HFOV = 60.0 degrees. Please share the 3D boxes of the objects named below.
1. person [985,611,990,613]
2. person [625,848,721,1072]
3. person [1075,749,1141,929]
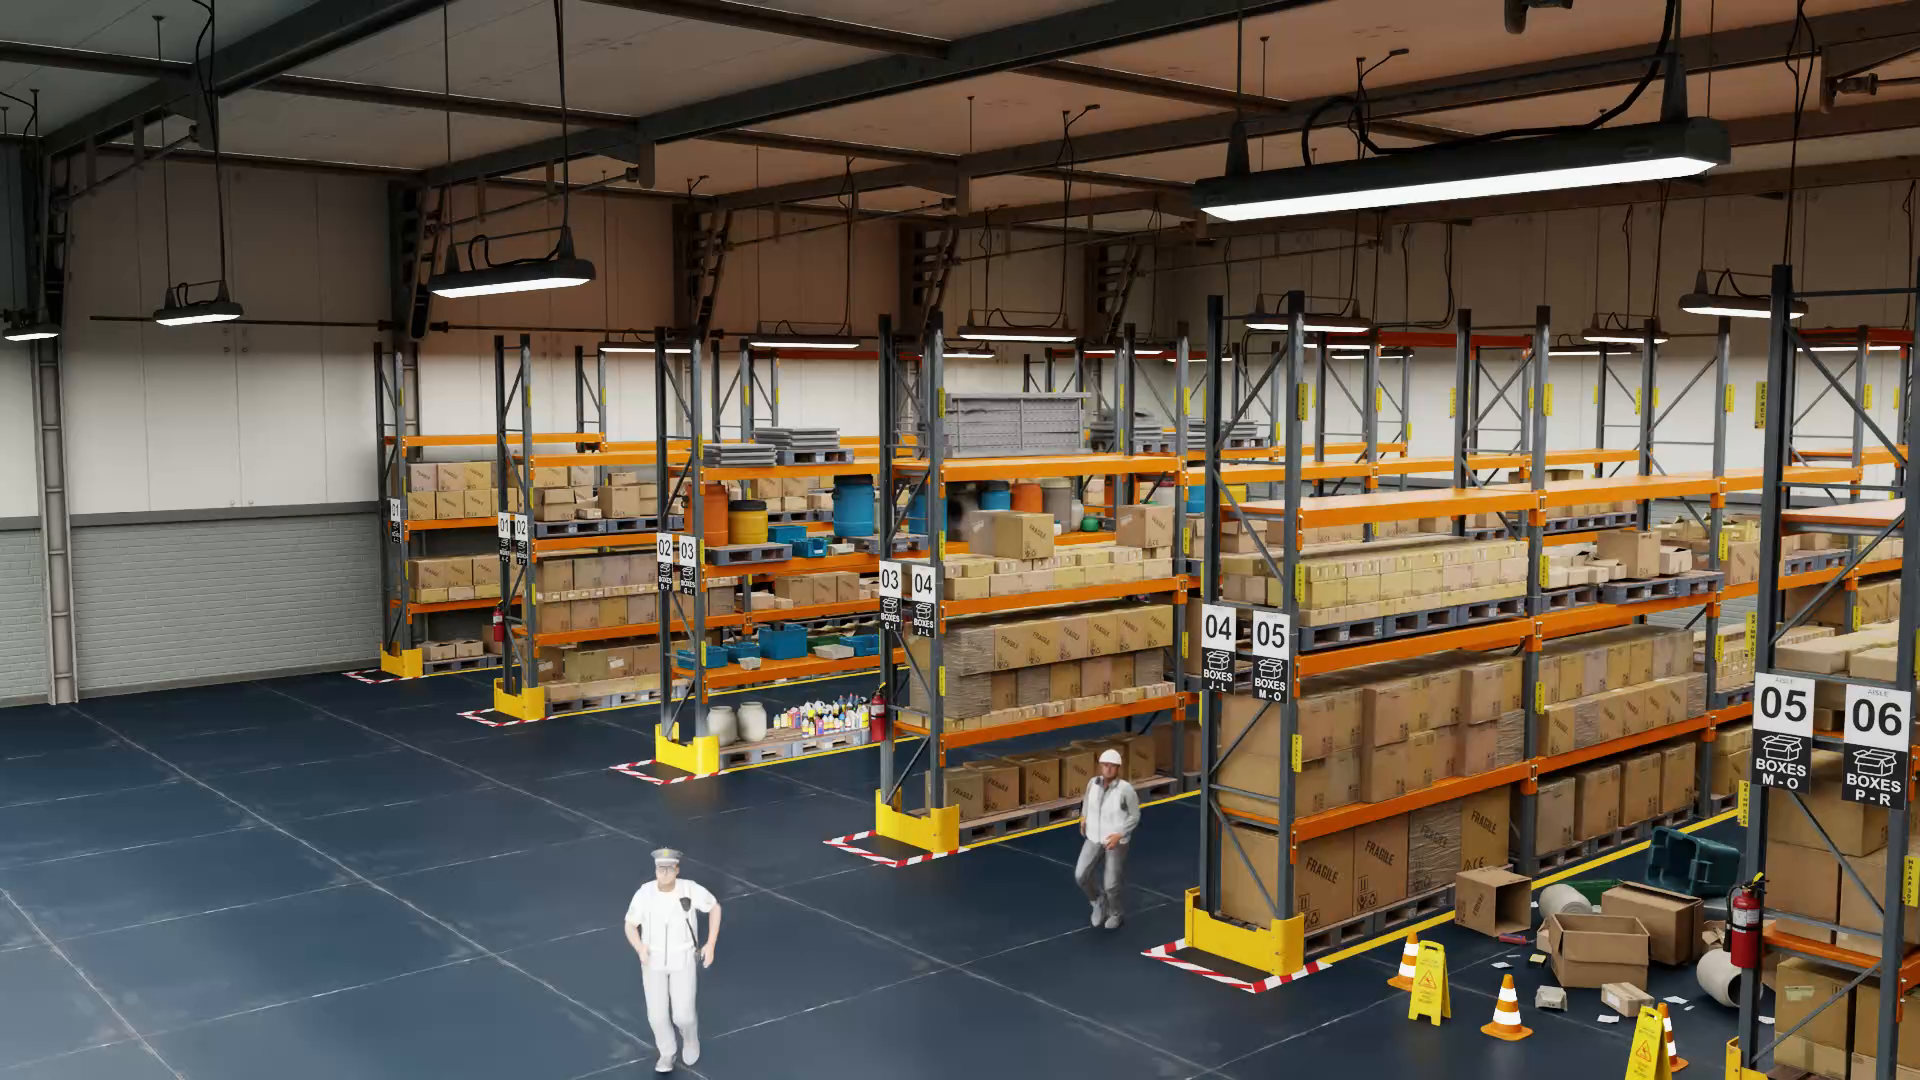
[{"bbox_3d":[0.600,1.460,28.458,0.535,1.676,0.610,-4,7,-39],"label":"person"},{"bbox_3d":[-2.161,3.155,12.449,0.706,1.735,0.608,0,5,-3],"label":"person"},{"bbox_3d":[1.376,2.855,15.826,0.678,1.739,0.599,3,6,34],"label":"person"}]
